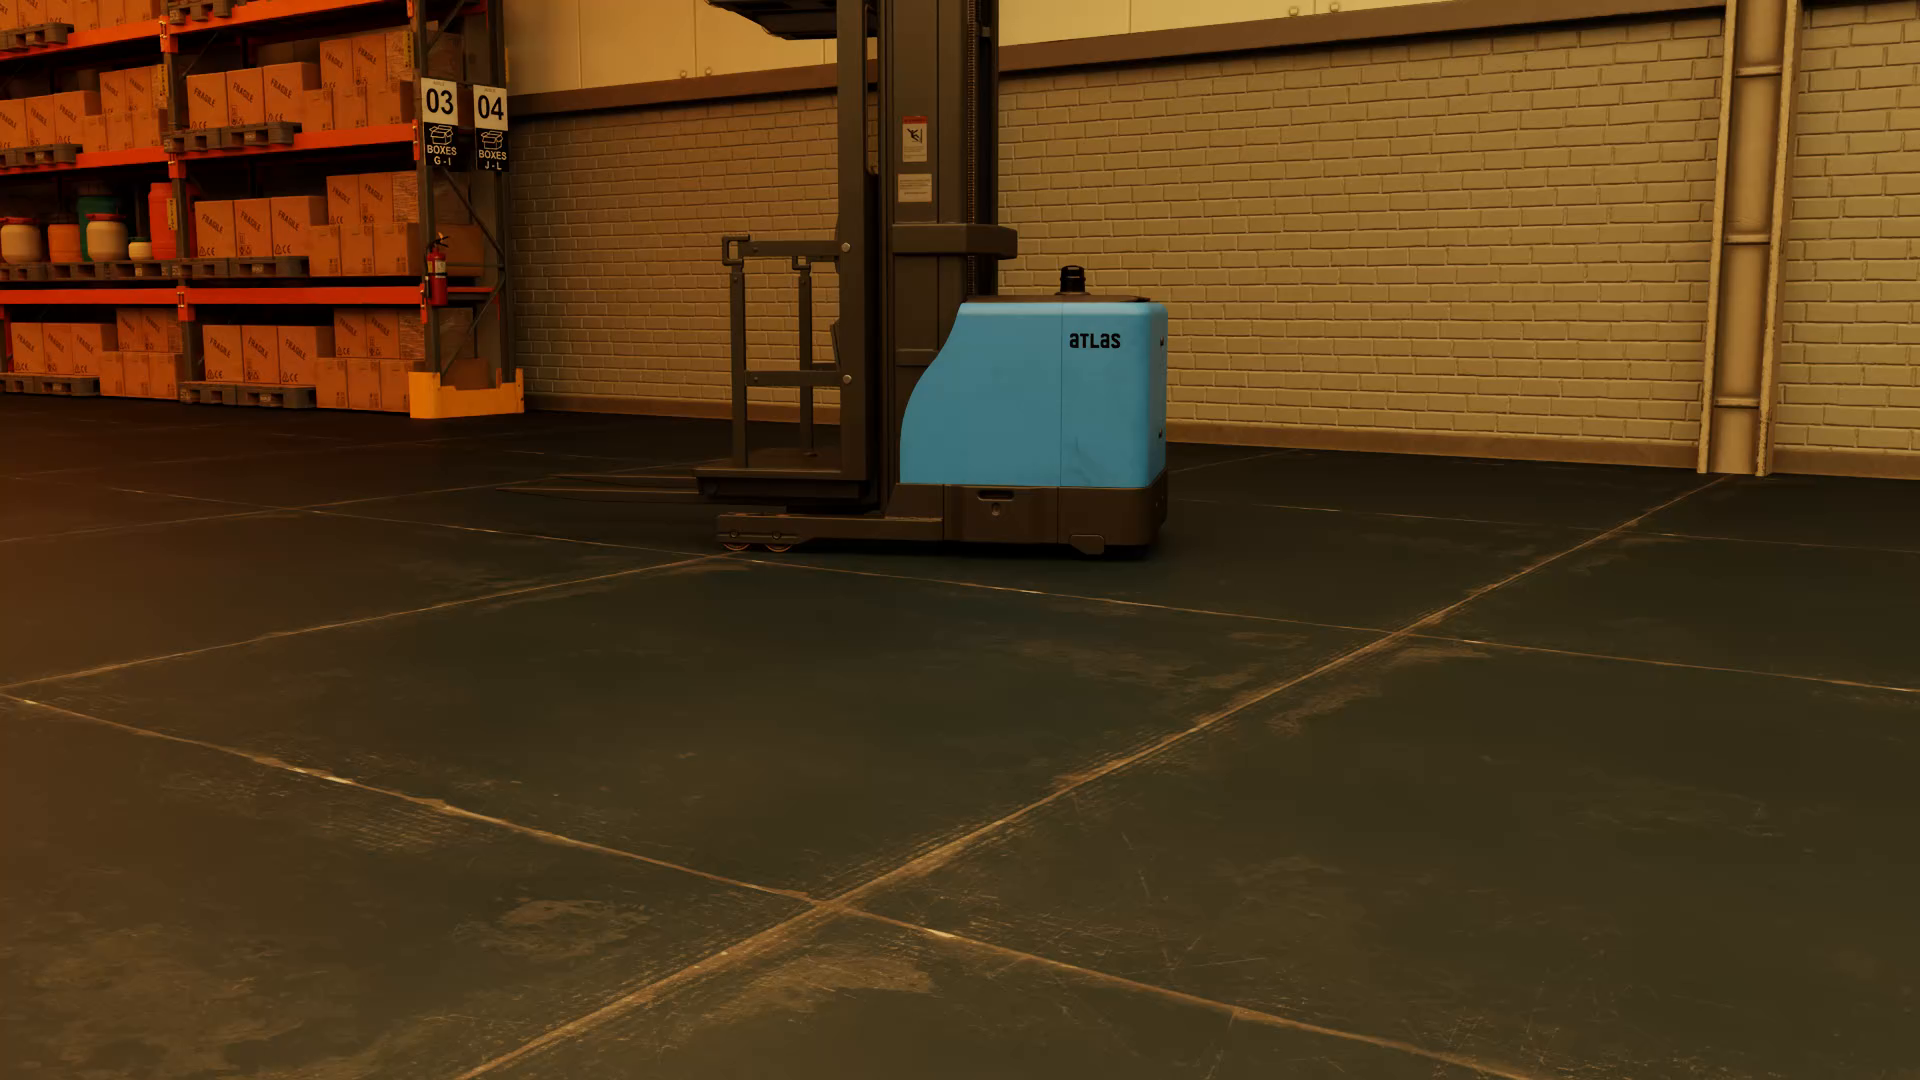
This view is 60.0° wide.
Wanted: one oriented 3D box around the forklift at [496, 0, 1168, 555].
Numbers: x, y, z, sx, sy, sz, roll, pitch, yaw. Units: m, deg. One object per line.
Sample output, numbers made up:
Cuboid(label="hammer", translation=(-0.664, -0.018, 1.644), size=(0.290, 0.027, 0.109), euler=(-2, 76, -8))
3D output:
Cuboid(label="forklift", translation=(-0.596, -1.469, 7.520), size=(3.031, 2.935, 1.130), euler=(2, 8, 12))
